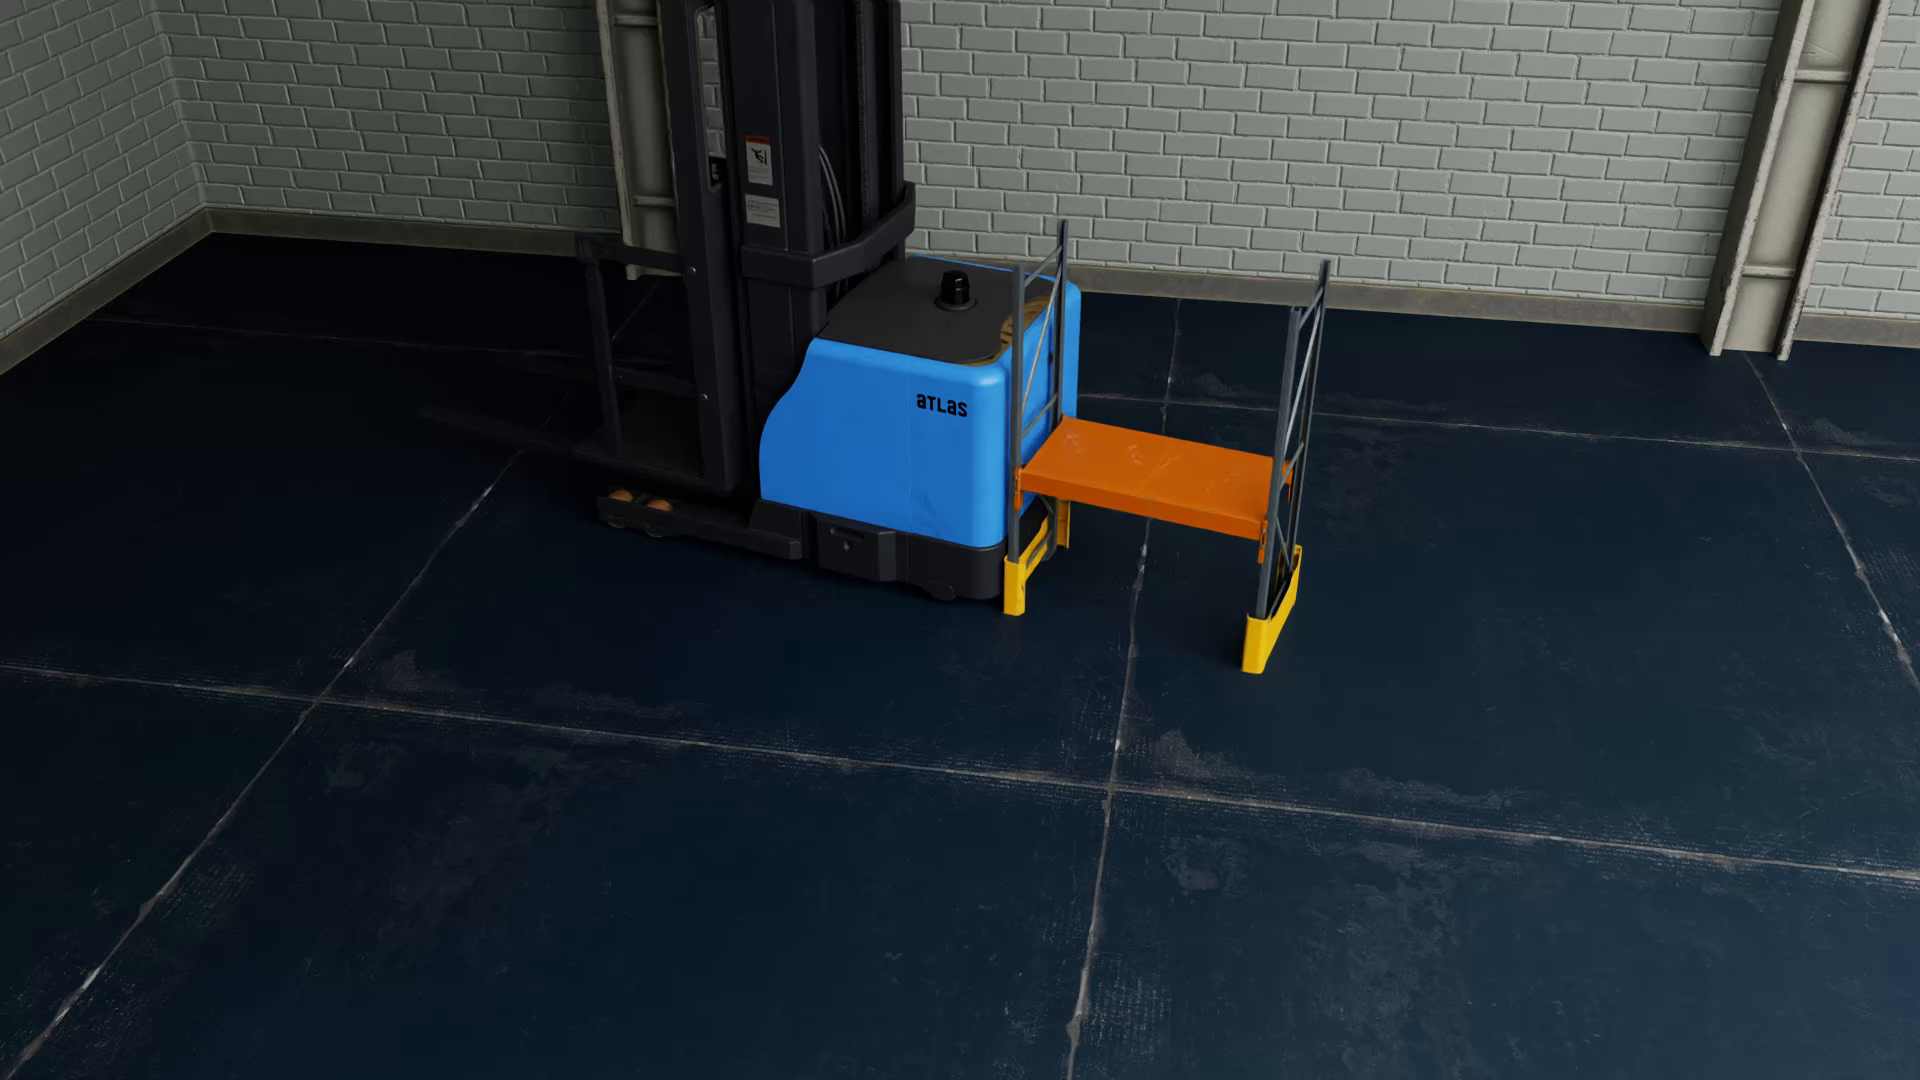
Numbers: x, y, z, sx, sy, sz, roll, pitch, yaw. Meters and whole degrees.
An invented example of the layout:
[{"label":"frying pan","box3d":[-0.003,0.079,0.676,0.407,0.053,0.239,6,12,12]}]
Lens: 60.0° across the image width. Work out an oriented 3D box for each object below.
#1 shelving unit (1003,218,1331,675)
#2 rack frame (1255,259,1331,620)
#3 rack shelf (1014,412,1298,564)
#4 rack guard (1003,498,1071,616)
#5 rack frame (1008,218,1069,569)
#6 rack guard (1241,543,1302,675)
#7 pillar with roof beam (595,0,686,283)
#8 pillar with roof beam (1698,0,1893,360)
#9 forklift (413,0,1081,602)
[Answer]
[{"label":"shelving unit","box3d":[0.780,-0.369,6.426,1.083,1.500,0.587,13,34,20]},{"label":"rack frame","box3d":[1.238,-0.264,6.258,0.032,1.500,0.500,13,34,20]},{"label":"rack shelf","box3d":[0.772,-0.218,6.524,1.000,0.185,0.538,13,34,20]},{"label":"rack guard","box3d":[0.323,0.056,6.924,0.087,0.250,0.587,13,34,20]},{"label":"rack frame","box3d":[0.305,-0.478,6.599,0.032,1.500,0.500,13,34,20]},{"label":"rack guard","box3d":[1.237,0.266,6.590,0.087,0.250,0.587,13,34,20]},{"label":"pillar with roof beam","box3d":[-2.445,-3.143,3.790,0.400,9.000,9.100,5,32,8]},{"label":"pillar with roof beam","box3d":[3.469,-2.607,2.934,0.400,9.000,9.100,5,32,8]},{"label":"forklift","box3d":[-1.044,-1.495,6.877,3.031,2.935,1.130,13,34,20]}]
